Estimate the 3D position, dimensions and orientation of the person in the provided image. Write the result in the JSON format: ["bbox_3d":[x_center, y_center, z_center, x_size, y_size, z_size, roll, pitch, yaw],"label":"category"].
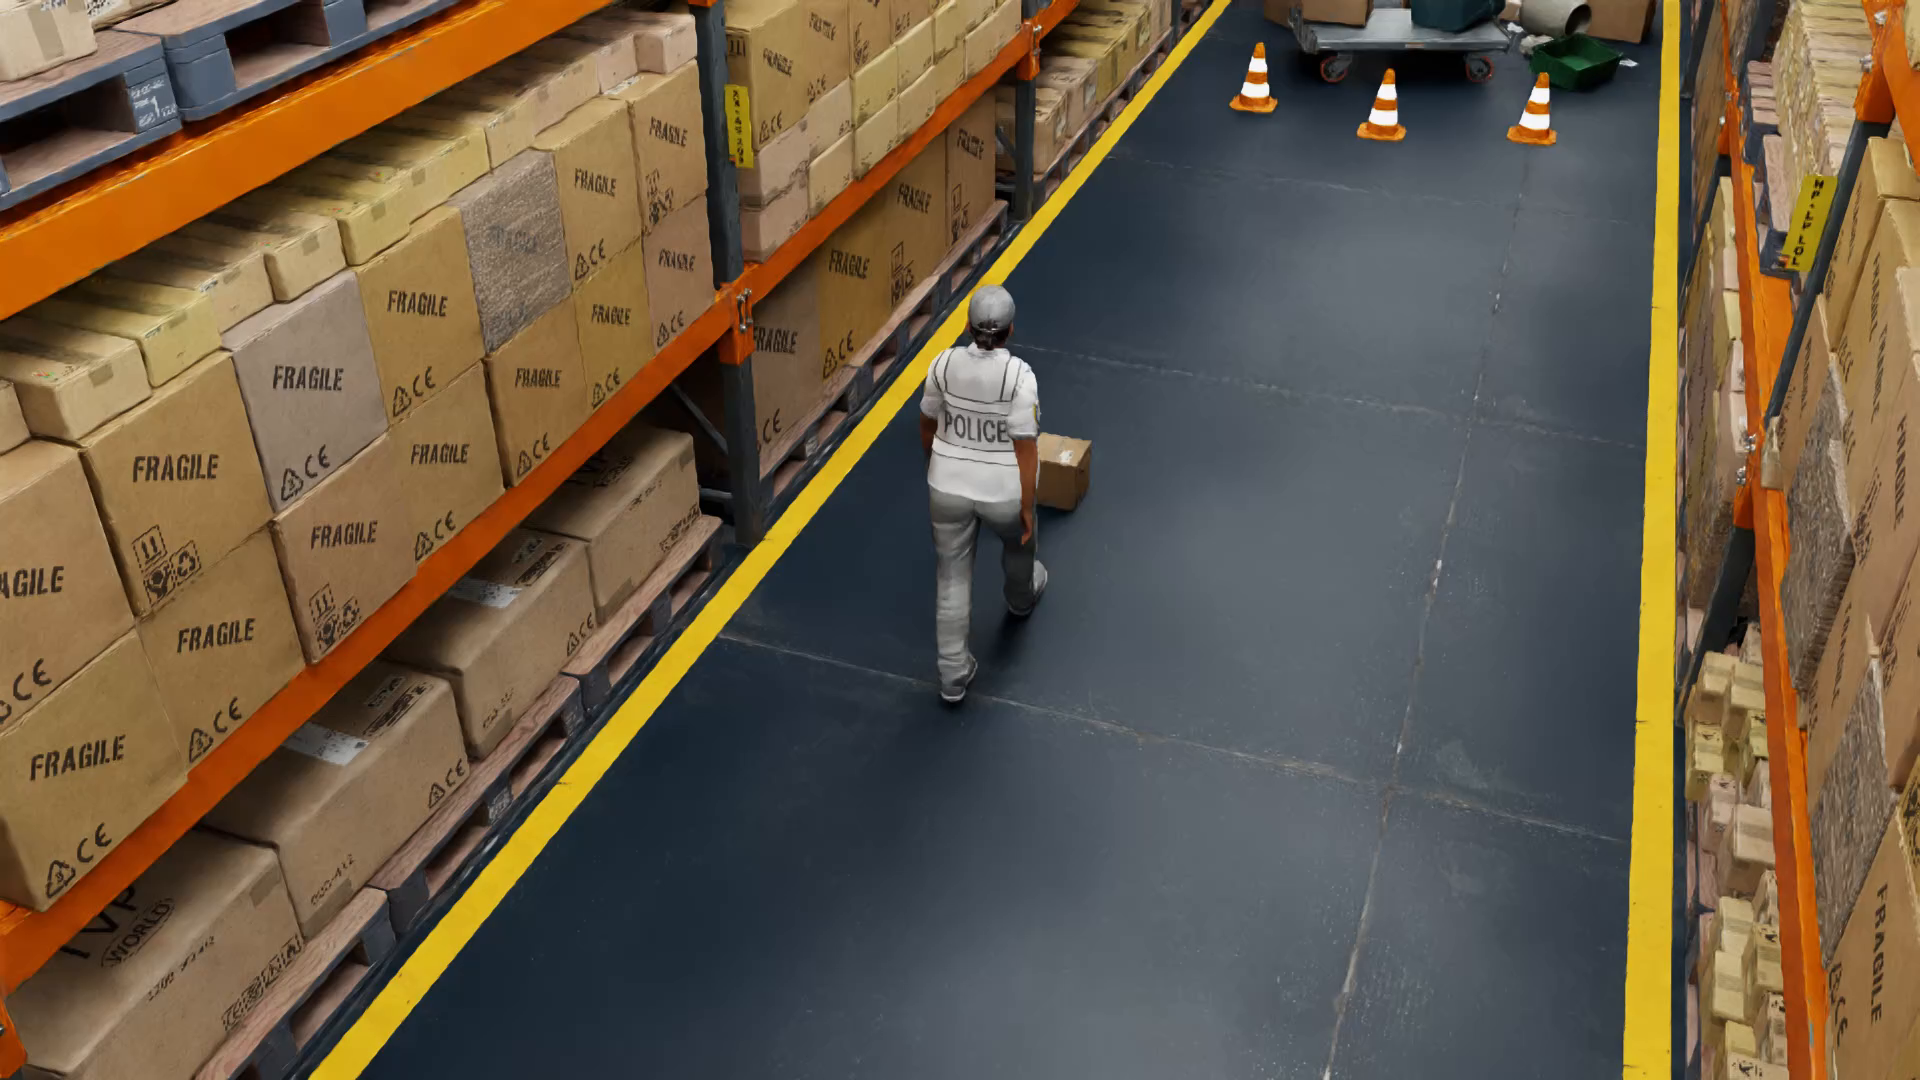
[{"bbox_3d":[0.086,-0.265,6.545,0.497,1.604,0.934,7,34,11],"label":"person"}]
